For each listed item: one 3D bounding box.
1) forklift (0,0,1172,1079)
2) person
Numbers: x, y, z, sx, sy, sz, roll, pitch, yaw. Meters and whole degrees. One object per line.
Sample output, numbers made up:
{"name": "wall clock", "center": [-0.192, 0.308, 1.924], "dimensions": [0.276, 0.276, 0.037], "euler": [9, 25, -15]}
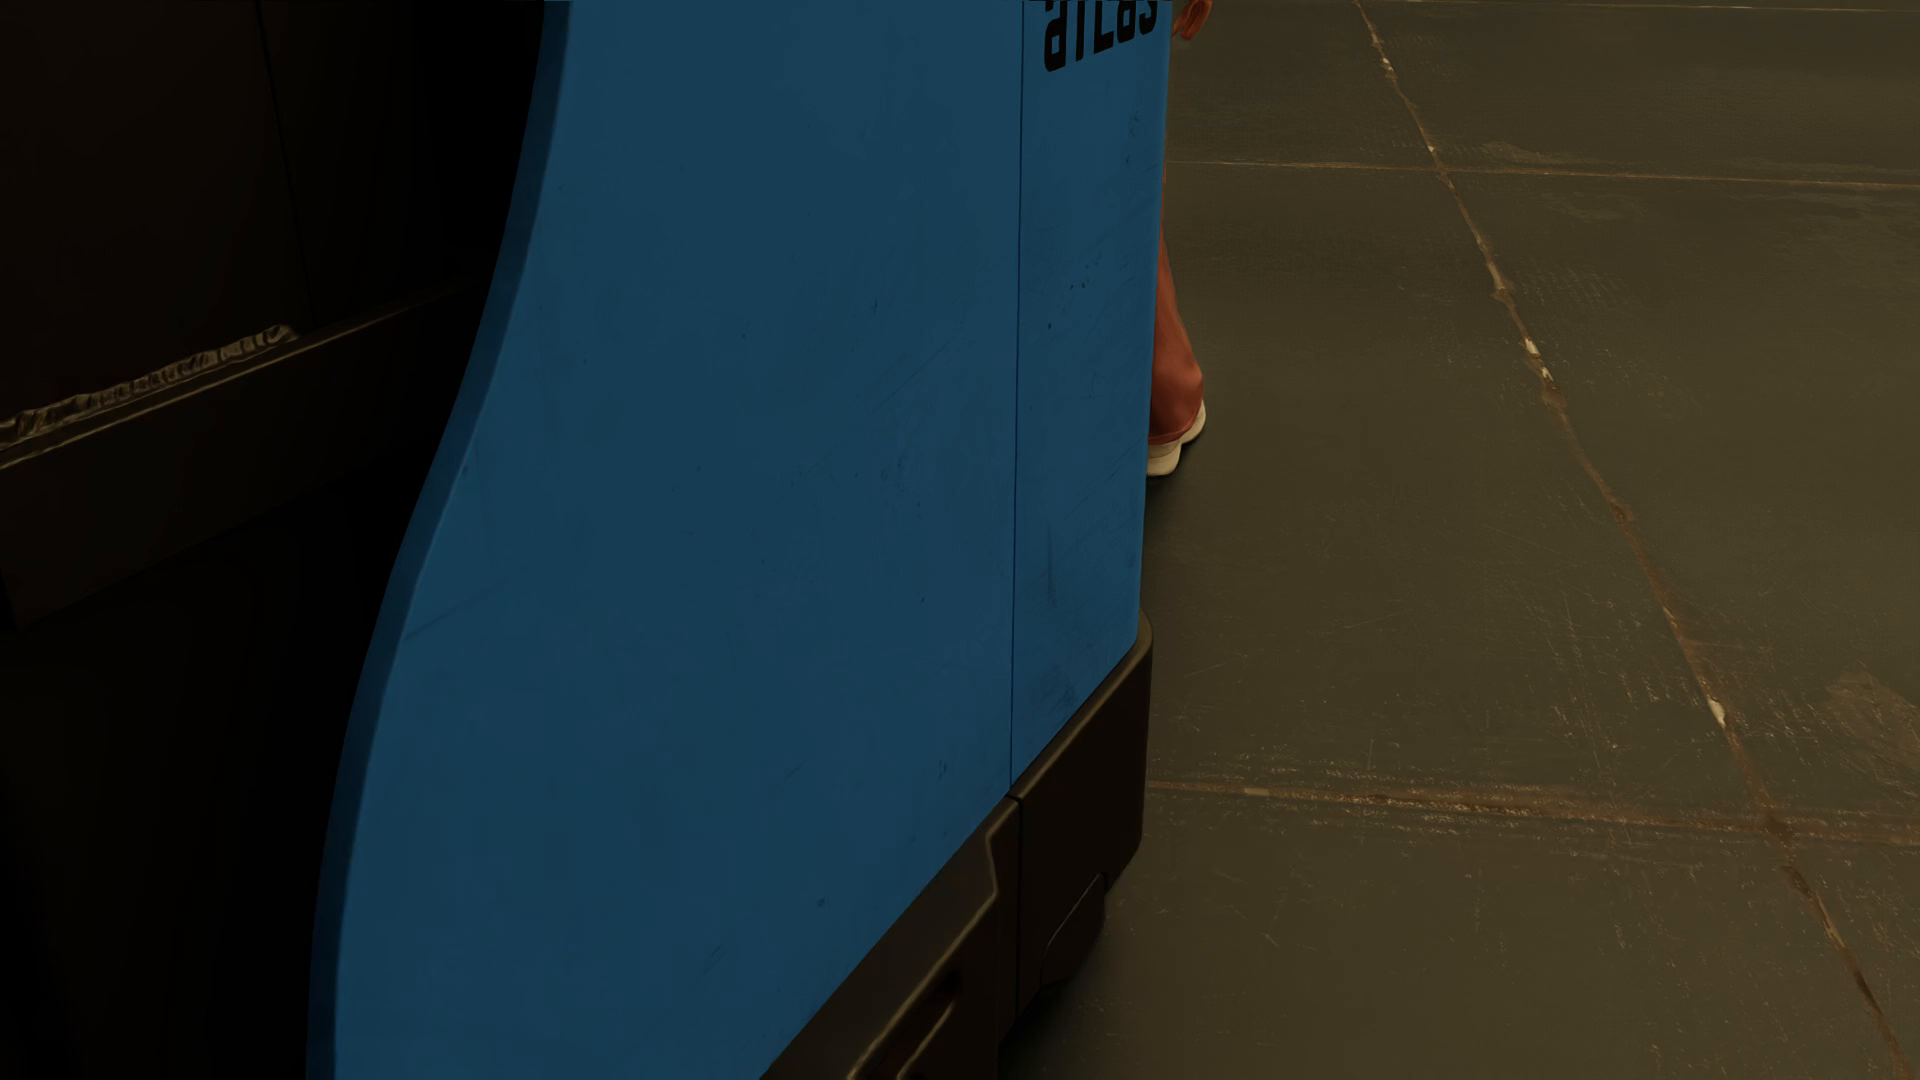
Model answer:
{"name": "forklift", "center": [-0.946, -0.480, 0.178], "dimensions": [1.130, 2.935, 3.031], "euler": [13, 29, 25]}
{"name": "person", "center": [0.033, -0.827, 2.402], "dimensions": [0.671, 1.565, 0.671], "euler": [9, 28, 17]}
